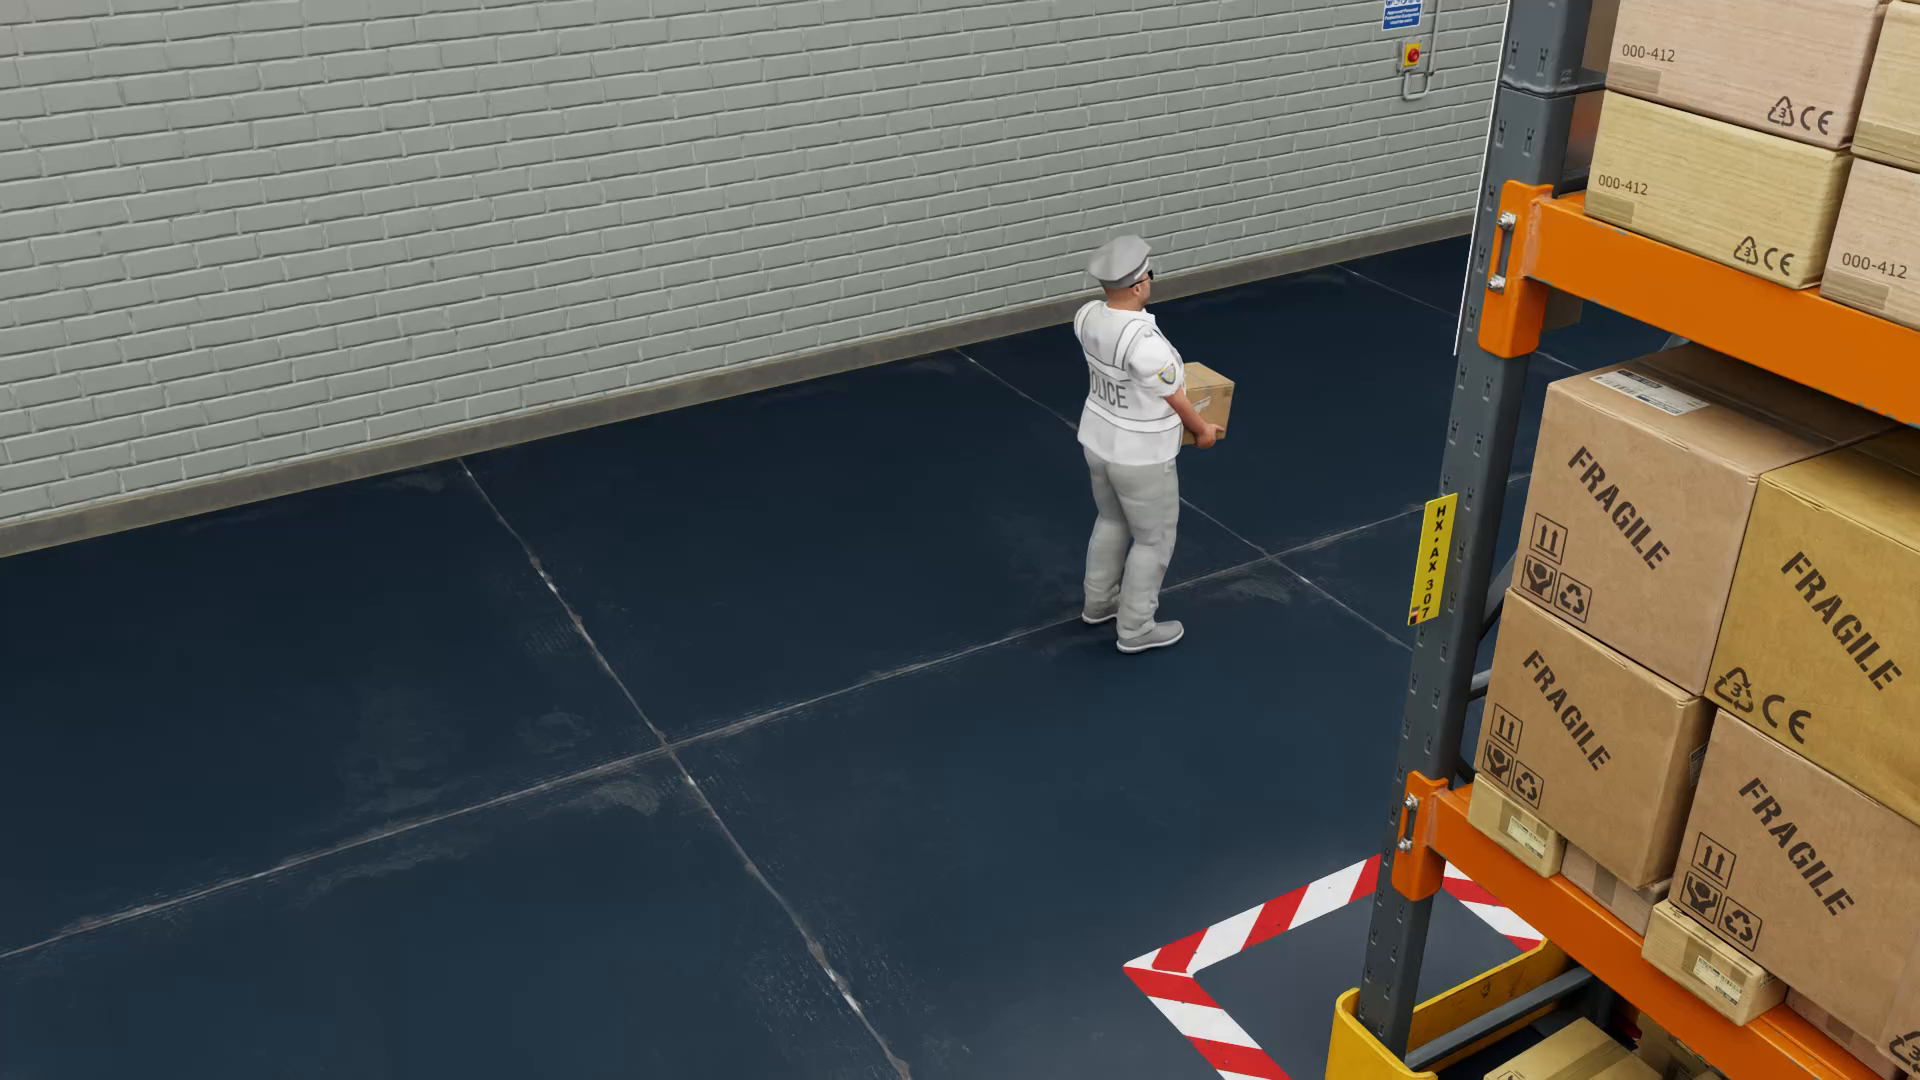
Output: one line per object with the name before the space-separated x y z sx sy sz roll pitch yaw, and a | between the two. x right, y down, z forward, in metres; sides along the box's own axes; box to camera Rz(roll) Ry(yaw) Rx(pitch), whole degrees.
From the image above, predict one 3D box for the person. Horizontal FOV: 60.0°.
person | 0.764 -0.409 6.840 0.572 1.768 0.494 -16 32 -26
